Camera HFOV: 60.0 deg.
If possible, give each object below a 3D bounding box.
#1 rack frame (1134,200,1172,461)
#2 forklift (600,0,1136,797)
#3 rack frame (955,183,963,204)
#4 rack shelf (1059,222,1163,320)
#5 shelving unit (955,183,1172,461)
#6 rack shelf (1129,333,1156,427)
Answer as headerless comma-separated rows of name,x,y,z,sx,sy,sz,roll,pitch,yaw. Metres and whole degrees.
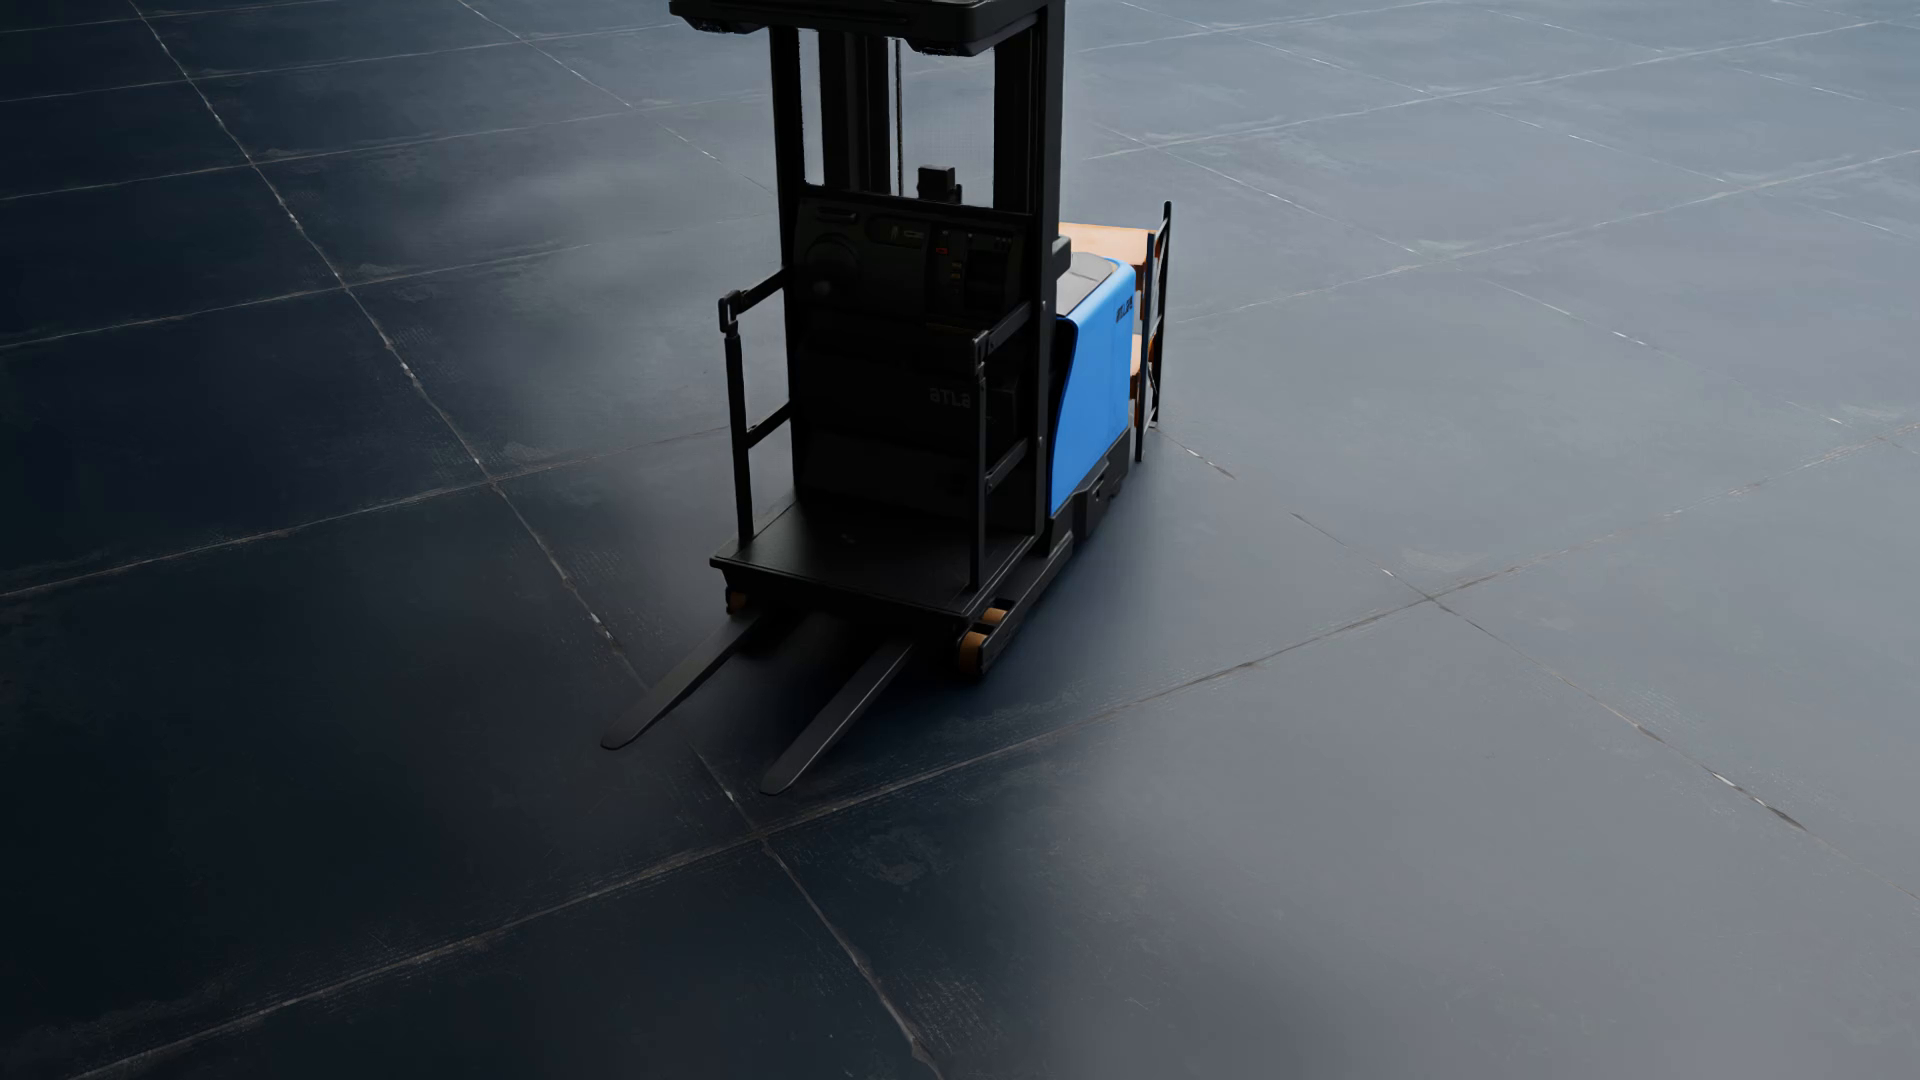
rack frame,0.915,-0.986,7.872,0.032,1.125,0.500,8,30,14
forklift,-0.281,-1.005,6.037,1.130,2.935,3.031,12,31,21
rack frame,-0.064,-1.118,8.111,0.032,1.125,0.500,8,30,14
rack shelf,0.426,-1.308,7.850,1.000,0.278,0.538,8,30,14
shelving unit,0.426,-1.052,7.992,1.048,1.125,0.538,8,30,14
rack shelf,0.426,-0.838,8.110,1.000,0.278,0.538,8,30,14
